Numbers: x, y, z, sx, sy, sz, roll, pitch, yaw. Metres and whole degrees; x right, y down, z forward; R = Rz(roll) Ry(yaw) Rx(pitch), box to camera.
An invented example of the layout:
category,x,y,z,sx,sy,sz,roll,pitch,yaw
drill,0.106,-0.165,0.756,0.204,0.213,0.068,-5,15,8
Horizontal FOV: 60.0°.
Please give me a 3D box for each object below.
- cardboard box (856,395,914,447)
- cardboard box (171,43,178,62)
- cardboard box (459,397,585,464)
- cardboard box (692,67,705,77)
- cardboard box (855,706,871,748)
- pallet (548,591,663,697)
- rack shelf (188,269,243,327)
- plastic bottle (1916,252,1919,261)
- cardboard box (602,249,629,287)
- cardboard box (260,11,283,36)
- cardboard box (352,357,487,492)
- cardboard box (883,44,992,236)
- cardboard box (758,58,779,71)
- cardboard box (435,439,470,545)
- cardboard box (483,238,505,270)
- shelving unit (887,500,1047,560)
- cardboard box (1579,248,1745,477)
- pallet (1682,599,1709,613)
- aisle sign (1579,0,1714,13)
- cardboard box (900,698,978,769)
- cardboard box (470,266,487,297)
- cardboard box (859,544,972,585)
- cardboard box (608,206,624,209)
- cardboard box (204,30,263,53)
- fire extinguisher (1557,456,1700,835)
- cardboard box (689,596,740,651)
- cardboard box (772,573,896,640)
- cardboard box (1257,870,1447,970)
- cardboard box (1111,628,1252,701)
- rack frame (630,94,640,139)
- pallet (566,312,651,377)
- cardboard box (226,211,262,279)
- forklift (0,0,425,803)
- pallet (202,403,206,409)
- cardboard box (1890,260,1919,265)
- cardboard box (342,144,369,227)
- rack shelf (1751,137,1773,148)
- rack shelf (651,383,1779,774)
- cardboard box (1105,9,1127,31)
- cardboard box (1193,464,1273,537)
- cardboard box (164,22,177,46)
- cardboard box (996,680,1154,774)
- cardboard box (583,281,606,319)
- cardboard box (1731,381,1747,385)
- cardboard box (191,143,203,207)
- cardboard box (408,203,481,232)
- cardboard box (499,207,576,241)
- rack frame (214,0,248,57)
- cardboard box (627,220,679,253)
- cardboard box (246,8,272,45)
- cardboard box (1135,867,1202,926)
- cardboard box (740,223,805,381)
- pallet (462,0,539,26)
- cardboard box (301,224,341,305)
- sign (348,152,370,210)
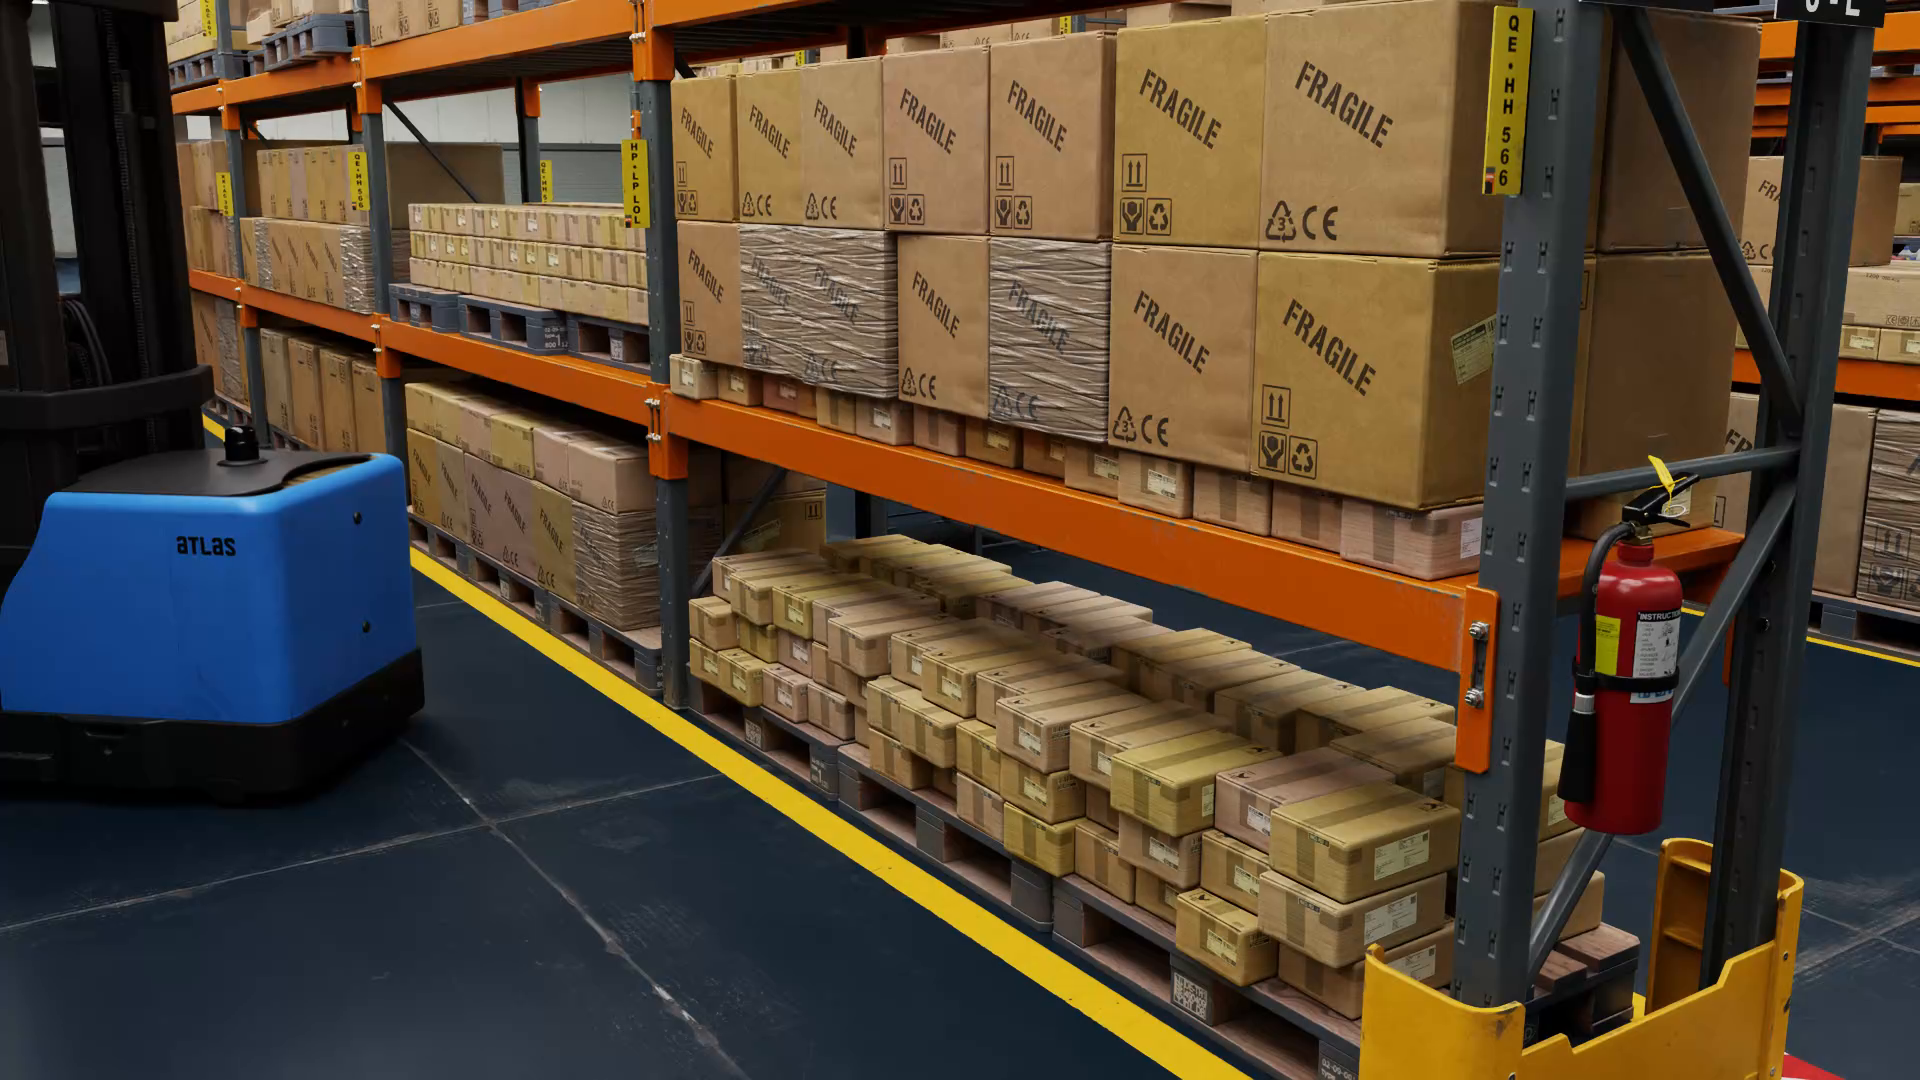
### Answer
category,x,y,z,sx,sy,sz,roll,pitch,yaw
cardboard box,-0.105,-0.400,5.256,0.380,0.149,0.250,-7,14,-30
cardboard box,-6.506,-4.158,14.202,0.380,0.149,0.250,-8,15,-33
cardboard box,-2.251,-0.571,8.563,0.500,0.250,0.500,-8,15,-32
cardboard box,-2.571,-4.818,17.271,0.380,0.149,0.250,-9,15,-35
cardboard box,-0.136,0.619,5.701,0.380,0.149,0.250,-9,15,-35
pallet,-1.192,0.384,7.612,1.003,0.211,1.213,-8,15,-33
rack shelf,-6.300,-2.267,14.891,1.077,0.370,4.000,-8,15,-33
plastic bottle,7.062,-1.967,12.124,0.152,0.276,0.135,-8,15,-33
cardboard box,-1.291,-1.162,7.062,0.380,0.149,0.250,-8,15,-32
cardboard box,-4.632,-3.579,11.558,0.380,0.149,0.250,-8,15,-33
cardboard box,-3.238,-0.776,10.674,1.050,0.750,0.750,-8,15,-34
cardboard box,0.124,-1.138,4.775,0.500,0.500,0.500,-9,15,-35
cardboard box,-1.710,-4.535,15.975,0.380,0.149,0.250,-9,15,-36
cardboard box,-2.515,-0.290,9.036,0.500,0.500,0.500,-8,15,-32
cardboard box,-2.160,-1.441,8.336,0.380,0.149,0.250,-8,15,-33
shelving unit,0.004,-0.548,9.736,0.538,1.125,1.048,-8,15,-33
cardboard box,1.438,-0.435,3.901,0.500,0.500,0.500,-7,14,-30
pallet,3.782,0.098,8.921,1.003,0.211,1.213,-8,15,-33
aisle sign,1.248,-1.350,2.929,0.394,0.787,0.004,-8,15,-33
cardboard box,0.038,0.577,5.194,0.380,0.149,0.250,-8,15,-32
cardboard box,-2.297,-1.340,8.572,0.380,0.149,0.250,-8,14,-31
cardboard box,-0.171,0.130,6.543,0.380,0.149,0.250,-8,15,-32
cardboard box,-1.608,-1.661,8.650,0.380,0.149,0.250,-7,14,-30
cardboard box,-5.660,-3.886,12.962,0.380,0.149,0.250,-8,15,-33
fire extinguisher,1.212,0.191,3.022,0.296,0.674,0.183,-8,15,-33
cardboard box,-0.825,0.305,6.441,0.380,0.149,0.250,-7,14,-30
cardboard box,-0.457,0.238,6.050,0.380,0.149,0.250,-8,15,-34
cardboard box,0.927,0.854,3.931,0.380,0.149,0.250,-9,15,-34
cardboard box,0.704,0.403,5.294,0.380,0.149,0.250,-8,15,-32
rack frame,-3.223,-3.543,19.043,1.000,3.000,0.127,-8,15,-33
pallet,-1.062,-0.899,7.402,1.003,0.211,1.213,-8,15,-33
cardboard box,-5.406,-2.400,13.465,0.875,0.550,0.550,-8,15,-33
forklift,-3.666,-0.665,6.041,3.031,2.935,1.130,2,12,9
pallet,-6.900,-1.479,16.131,1.003,0.211,1.213,-8,15,-33
cardboard box,4.461,-1.251,8.217,0.500,0.250,0.500,-8,15,-32
cardboard box,-3.497,-2.259,10.598,0.700,0.500,0.500,-8,15,-34
rack shelf,10.256,-6.060,25.216,1.077,0.370,4.000,-8,15,-33
rack shelf,0.349,-0.133,5.132,1.077,0.370,4.000,-8,15,-33
cardboard box,1.163,-3.993,12.674,0.500,0.500,0.500,-8,15,-32
cardboard box,0.783,-0.122,3.986,0.380,0.149,0.250,-8,15,-33
cardboard box,-6.515,-4.380,14.287,0.500,0.250,0.500,-8,15,-33
cardboard box,0.326,0.527,4.728,0.380,0.149,0.250,-7,14,-31
cardboard box,-1.425,-1.060,7.294,0.380,0.149,0.250,-8,15,-33
cardboard box,3.725,-0.449,8.886,0.875,0.875,0.875,-8,15,-33
cardboard box,-6.254,-3.223,14.700,0.875,0.550,0.500,-8,15,-33
cardboard box,-2.878,-1.819,9.369,0.380,0.149,0.250,-8,15,-33
cardboard box,-2.016,-1.541,8.099,0.380,0.149,0.250,-8,15,-34
rack frame,-5.192,-5.193,12.547,1.000,3.000,0.127,-8,15,-33
cardboard box,-1.144,-1.261,6.821,0.380,0.149,0.250,-7,14,-30
cardboard box,-5.065,-3.780,12.200,0.258,0.266,0.396,-8,15,-34
cardboard box,0.690,0.899,4.419,0.380,0.149,0.250,-8,15,-33
cardboard box,-0.415,-0.829,5.701,0.500,0.500,0.500,-8,15,-33
pallet,-1.590,-2.520,7.783,1.213,0.211,1.003,-8,15,-33
cardboard box,-4.001,-1.826,10.958,0.500,0.500,0.500,-8,15,-34
sign,-3.436,-2.051,9.508,0.100,0.325,0.005,-8,15,-33
